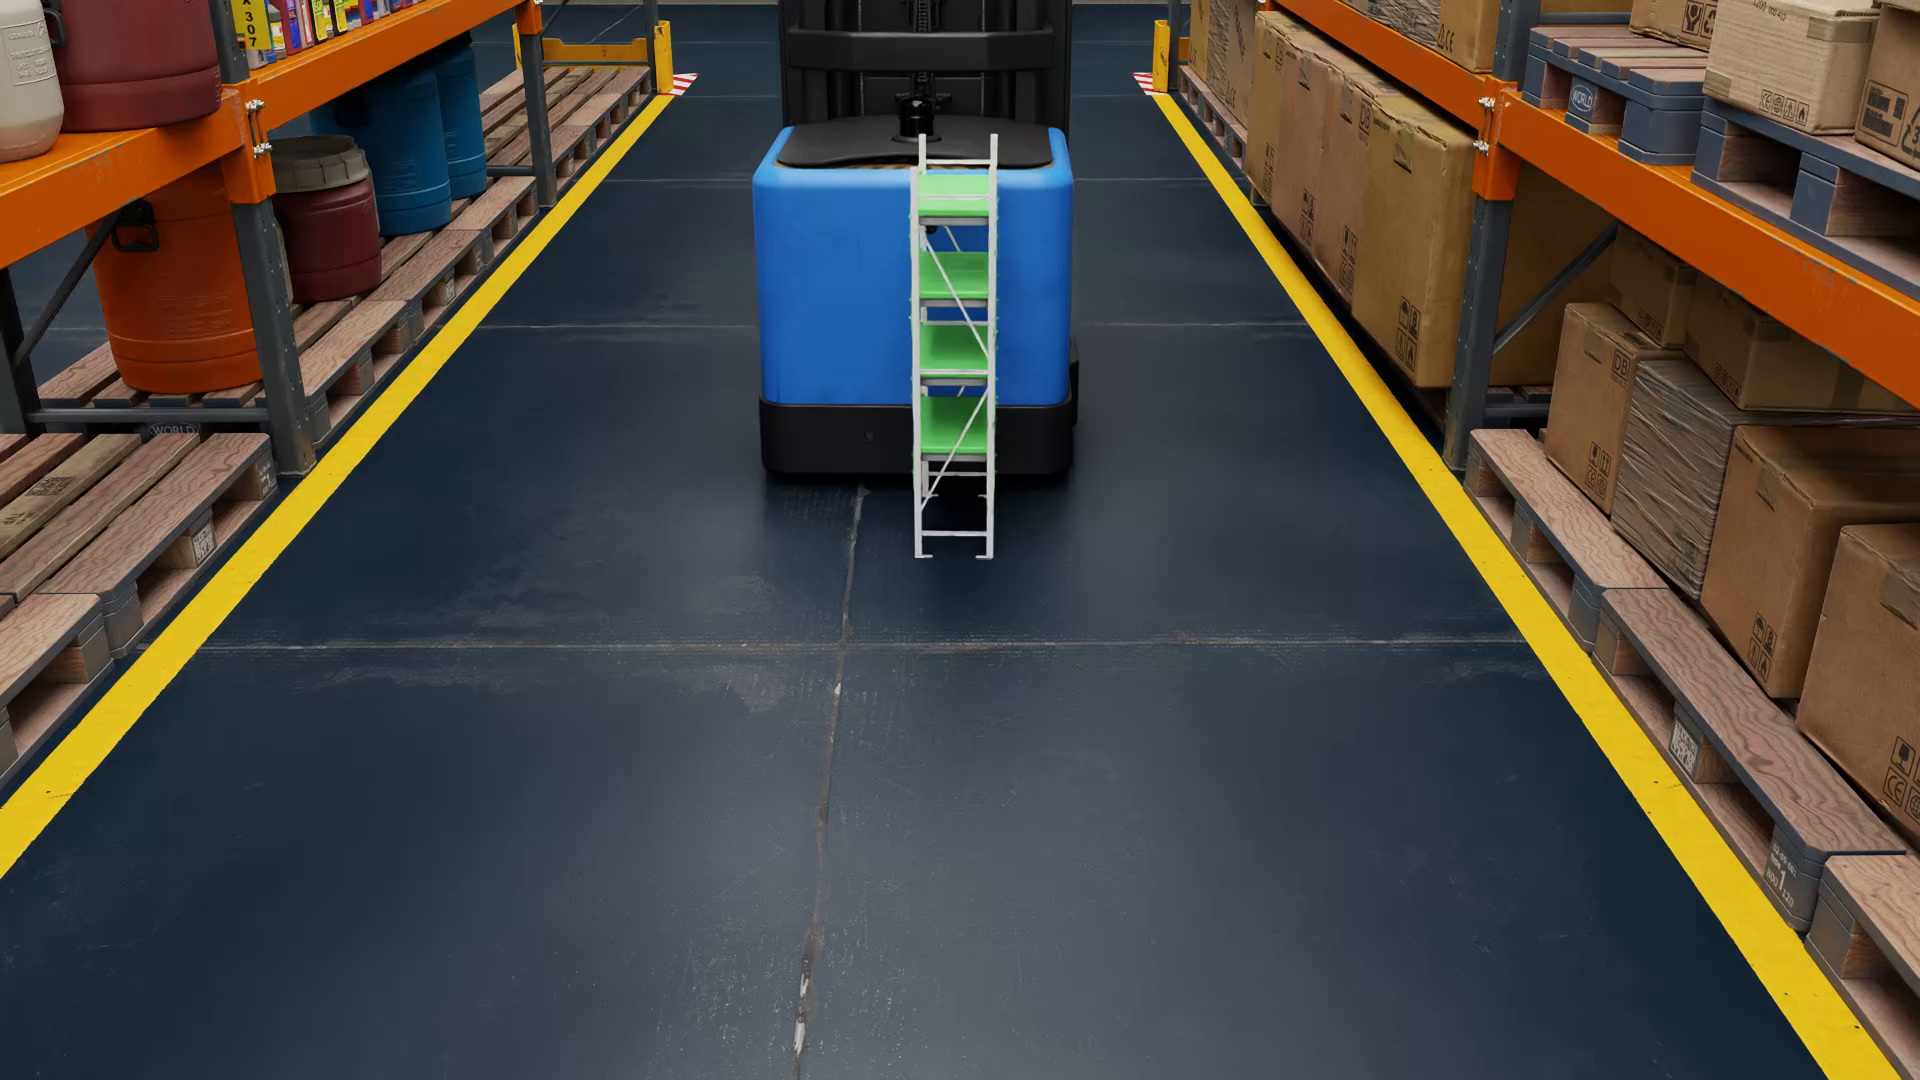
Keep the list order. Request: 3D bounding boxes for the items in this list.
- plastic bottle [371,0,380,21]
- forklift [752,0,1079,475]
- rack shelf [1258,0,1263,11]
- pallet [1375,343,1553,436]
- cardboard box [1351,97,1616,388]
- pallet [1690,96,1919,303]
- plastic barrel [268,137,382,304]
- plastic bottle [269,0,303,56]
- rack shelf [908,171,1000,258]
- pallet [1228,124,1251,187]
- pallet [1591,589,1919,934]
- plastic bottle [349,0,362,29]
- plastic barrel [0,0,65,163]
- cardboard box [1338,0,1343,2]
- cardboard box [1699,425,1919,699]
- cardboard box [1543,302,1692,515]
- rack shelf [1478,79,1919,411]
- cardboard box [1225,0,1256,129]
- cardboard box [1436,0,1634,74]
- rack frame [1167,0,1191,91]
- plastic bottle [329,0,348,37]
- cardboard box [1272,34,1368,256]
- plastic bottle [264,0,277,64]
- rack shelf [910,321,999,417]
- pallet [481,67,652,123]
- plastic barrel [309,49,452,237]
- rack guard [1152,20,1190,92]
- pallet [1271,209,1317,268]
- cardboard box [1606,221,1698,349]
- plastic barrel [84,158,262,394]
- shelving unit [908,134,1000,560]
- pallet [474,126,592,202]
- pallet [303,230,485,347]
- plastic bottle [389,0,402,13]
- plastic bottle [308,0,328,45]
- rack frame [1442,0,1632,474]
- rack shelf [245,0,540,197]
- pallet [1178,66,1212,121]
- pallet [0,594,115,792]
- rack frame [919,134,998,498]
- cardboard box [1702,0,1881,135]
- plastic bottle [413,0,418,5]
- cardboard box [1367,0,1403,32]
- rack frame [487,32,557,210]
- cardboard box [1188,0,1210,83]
[{"bbox_3d":[-2.420,-2.247,6.733,0.097,0.271,0.097,0,24,0],"label":"plastic bottle"},{"bbox_3d":[-0.123,-2.115,6.369,1.130,2.935,3.031,0,24,1],"label":"forklift"},{"bbox_3d":[2.135,-3.769,10.815,1.077,0.370,4.000,0,24,-1],"label":"rack shelf"},{"bbox_3d":[2.268,-0.679,6.494,1.003,0.211,1.213,0,24,-1],"label":"pallet"},{"bbox_3d":[2.214,-1.132,6.181,1.225,0.875,0.875,-1,24,-3],"label":"cardboard box"},{"bbox_3d":[2.263,-0.721,3.437,1.003,0.211,1.213,0,24,-1],"label":"pallet"},{"bbox_3d":[-2.787,-1.361,7.036,0.600,0.588,0.708,0,24,-1],"label":"plastic barrel"},{"bbox_3d":[-2.391,-1.864,5.873,0.061,0.283,0.133,0,24,-1],"label":"plastic bottle"},{"bbox_3d":[-0.012,-0.970,4.929,0.258,0.148,0.480,1,24,1],"label":"rack shelf"},{"bbox_3d":[2.227,-2.315,10.113,1.003,0.211,1.213,0,24,-1],"label":"pallet"},{"bbox_3d":[2.218,0.470,3.954,1.003,0.211,1.213,0,24,-1],"label":"pallet"},{"bbox_3d":[-2.417,-2.151,6.523,0.097,0.271,0.097,0,24,0],"label":"plastic bottle"},{"bbox_3d":[-2.527,-1.230,4.193,0.421,0.512,0.421,0,24,0],"label":"plastic barrel"},{"bbox_3d":[1.924,-2.714,7.489,0.500,0.500,0.500,-1,24,-2],"label":"cardboard box"},{"bbox_3d":[2.260,0.053,3.993,0.700,0.500,0.500,2,24,4],"label":"cardboard box"},{"bbox_3d":[2.228,-0.409,5.015,0.700,0.500,0.500,-2,24,-3],"label":"cardboard box"},{"bbox_3d":[2.223,-0.472,3.527,1.077,0.370,4.000,0,24,-1],"label":"rack shelf"},{"bbox_3d":[2.220,-3.139,10.618,0.875,0.875,0.875,0,24,-1],"label":"cardboard box"},{"bbox_3d":[1.948,-1.872,5.627,0.500,0.500,0.500,0,24,1],"label":"cardboard box"},{"bbox_3d":[2.114,-4.920,12.489,1.000,3.000,0.127,0,24,-1],"label":"rack frame"},{"bbox_3d":[-2.397,-2.069,6.327,0.061,0.283,0.133,0,24,-1],"label":"plastic bottle"},{"bbox_3d":[2.195,-1.864,7.799,1.225,0.875,0.875,-1,24,-2],"label":"cardboard box"},{"bbox_3d":[-2.407,-1.771,5.681,0.097,0.271,0.097,0,24,0],"label":"plastic bottle"},{"bbox_3d":[-0.012,-0.533,5.127,0.258,0.148,0.480,1,24,1],"label":"rack shelf"},{"bbox_3d":[-2.869,-3.288,12.263,1.003,0.211,1.213,0,24,-1],"label":"pallet"},{"bbox_3d":[-2.799,-1.969,8.001,0.600,0.901,0.708,0,24,-1],"label":"plastic barrel"},{"bbox_3d":[2.113,-3.791,13.026,1.175,0.500,0.348,0,24,-1],"label":"rack guard"},{"bbox_3d":[2.241,-1.684,8.717,1.003,0.211,1.213,0,24,-1],"label":"pallet"},{"bbox_3d":[2.238,-0.751,4.860,0.500,0.250,0.500,1,24,2],"label":"cardboard box"},{"bbox_3d":[-2.774,-1.006,5.958,0.600,0.830,0.708,0,24,-1],"label":"plastic barrel"},{"bbox_3d":[-0.012,-0.591,5.101,0.258,1.200,0.503,1,24,1],"label":"shelving unit"},{"bbox_3d":[-2.842,-2.282,10.040,1.003,0.211,1.213,0,24,-1],"label":"pallet"},{"bbox_3d":[-2.813,-1.157,7.553,1.003,0.211,1.213,0,24,-1],"label":"pallet"},{"bbox_3d":[-2.446,-2.396,6.968,0.144,0.351,0.185,0,24,-1],"label":"plastic bottle"},{"bbox_3d":[-2.394,-1.974,6.117,0.061,0.283,0.133,0,24,-1],"label":"plastic bottle"},{"bbox_3d":[2.201,-1.624,5.201,1.000,3.000,0.127,0,24,-1],"label":"rack frame"},{"bbox_3d":[-2.774,-2.098,7.122,1.077,0.370,4.000,0,24,-1],"label":"rack shelf"},{"bbox_3d":[2.201,-3.321,12.336,1.003,0.211,1.213,0,24,-1],"label":"pallet"},{"bbox_3d":[-2.772,0.490,3.911,1.003,0.211,1.213,0,24,-1],"label":"pallet"},{"bbox_3d":[-0.005,-0.692,5.323,0.240,1.200,0.015,1,24,1],"label":"rack frame"},{"bbox_3d":[1.989,-1.055,3.616,0.500,0.250,0.500,-1,24,-2],"label":"cardboard box"},{"bbox_3d":[-2.426,-2.441,7.249,0.097,0.201,0.097,0,24,0],"label":"plastic bottle"},{"bbox_3d":[1.939,-2.291,6.554,0.500,0.500,0.500,-1,24,-2],"label":"cardboard box"},{"bbox_3d":[-2.795,-3.250,8.796,1.000,3.000,0.127,0,24,-1],"label":"rack frame"},{"bbox_3d":[2.201,-3.880,12.258,0.875,0.875,0.875,0,24,-1],"label":"cardboard box"}]
